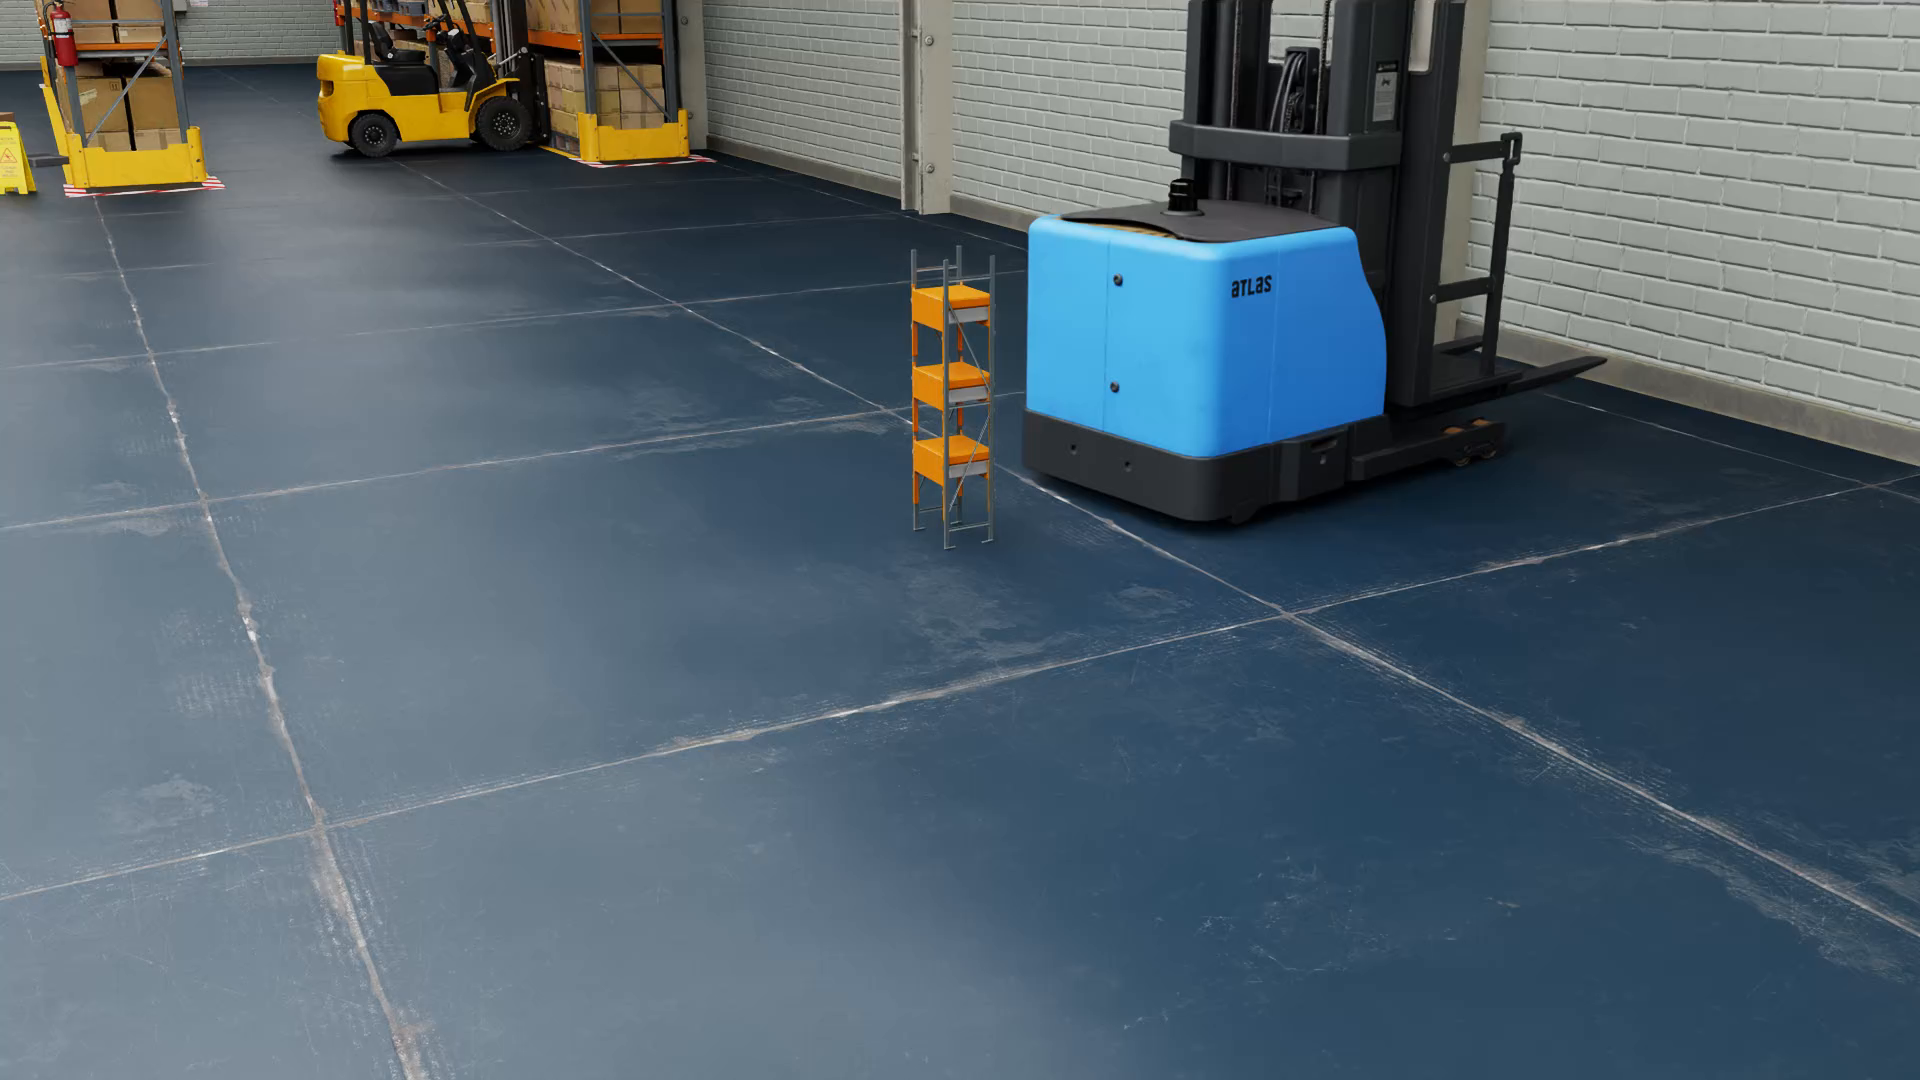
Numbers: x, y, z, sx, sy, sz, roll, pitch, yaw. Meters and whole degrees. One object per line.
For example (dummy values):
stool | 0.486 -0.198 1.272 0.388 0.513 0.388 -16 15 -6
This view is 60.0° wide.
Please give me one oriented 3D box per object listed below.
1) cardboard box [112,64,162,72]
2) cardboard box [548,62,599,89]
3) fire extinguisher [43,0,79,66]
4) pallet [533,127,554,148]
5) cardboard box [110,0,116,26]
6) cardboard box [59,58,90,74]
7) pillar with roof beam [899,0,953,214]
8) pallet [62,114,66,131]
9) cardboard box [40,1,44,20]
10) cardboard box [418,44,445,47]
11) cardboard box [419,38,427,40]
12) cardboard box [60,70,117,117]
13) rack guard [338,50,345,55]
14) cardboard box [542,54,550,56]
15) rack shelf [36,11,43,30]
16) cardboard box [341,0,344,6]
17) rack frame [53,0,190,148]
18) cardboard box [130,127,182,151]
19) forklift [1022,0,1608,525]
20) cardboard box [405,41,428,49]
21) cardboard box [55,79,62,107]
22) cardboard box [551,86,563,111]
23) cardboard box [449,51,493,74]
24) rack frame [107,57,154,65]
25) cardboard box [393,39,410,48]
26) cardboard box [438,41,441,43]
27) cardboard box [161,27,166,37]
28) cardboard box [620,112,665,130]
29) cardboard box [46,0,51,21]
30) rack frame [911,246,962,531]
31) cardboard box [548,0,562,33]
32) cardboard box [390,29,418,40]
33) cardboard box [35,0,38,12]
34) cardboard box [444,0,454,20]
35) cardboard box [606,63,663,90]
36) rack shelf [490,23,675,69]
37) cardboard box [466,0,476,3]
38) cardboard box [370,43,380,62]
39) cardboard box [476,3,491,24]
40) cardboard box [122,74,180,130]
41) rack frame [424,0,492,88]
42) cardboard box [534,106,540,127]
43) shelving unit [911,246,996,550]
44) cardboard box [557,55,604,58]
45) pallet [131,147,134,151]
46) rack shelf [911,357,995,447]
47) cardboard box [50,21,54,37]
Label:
cardboard box | -9.102 -5.012 18.480 0.500 0.500 0.500 -10 21 -26
cardboard box | -4.337 -5.256 18.803 0.500 0.250 0.500 -10 21 -26
fire extinguisher | -8.314 -4.744 15.400 0.296 0.674 0.183 -10 21 -27
pallet | -4.572 -4.899 20.006 1.003 0.211 1.213 -10 21 -27
cardboard box | -8.193 -5.400 16.572 0.500 0.500 0.500 -9 21 -25
cardboard box | -9.047 -4.878 17.096 0.380 0.149 0.250 -9 21 -24
pillar with roof beam | -4.073 -6.441 11.002 9.100 9.000 0.400 -10 21 -27
pallet | -10.817 -5.289 21.135 1.003 0.211 1.213 -10 21 -27
cardboard box | -12.231 -7.215 22.673 0.500 0.250 0.500 -11 22 -29
cardboard box | -8.181 -7.616 25.798 0.380 0.149 0.250 -9 21 -25
cardboard box | -8.866 -8.362 27.960 0.380 0.149 0.250 -11 22 -29
cardboard box | -9.057 -4.623 17.352 0.500 0.500 0.500 -11 22 -28
rack guard | -11.158 -9.044 31.576 1.175 0.500 0.348 -10 21 -27
cardboard box | -5.308 -5.839 20.492 0.500 0.250 0.500 -10 21 -27
rack shelf | -14.611 -8.564 27.453 1.077 0.370 4.000 -10 21 -27
cardboard box | -11.280 -9.992 30.876 0.380 0.149 0.250 -10 21 -27
rack frame | -7.963 -4.885 15.689 1.000 3.000 0.127 -10 21 -27
cardboard box | -8.103 -4.058 16.864 0.500 0.250 0.500 -10 21 -27
forklift | 1.717 -1.815 6.898 3.031 2.935 1.130 -15 24 -37
cardboard box | -8.683 -7.914 26.661 0.380 0.149 0.250 -9 21 -25
cardboard box | -11.502 -5.974 22.230 0.950 0.372 0.625 -12 22 -30
cardboard box | -4.331 -5.027 18.906 0.500 0.250 0.500 -10 22 -27
cardboard box | -6.794 -6.660 23.830 0.875 0.625 0.625 -9 21 -25
rack frame | -9.863 -6.033 19.017 1.000 3.000 0.127 -10 21 -27
cardboard box | -9.159 -8.211 27.523 0.380 0.149 0.250 -11 22 -28
cardboard box | -8.214 -7.997 26.903 0.380 0.149 0.250 -10 21 -26
cardboard box | -8.129 -5.055 16.566 0.380 0.149 0.250 -11 22 -28
cardboard box | -3.658 -4.725 18.797 0.500 0.250 0.500 -10 21 -26
cardboard box | -9.413 -5.765 17.630 0.500 0.500 0.500 -10 21 -27
rack frame | -0.083 -0.547 6.106 0.200 1.050 0.008 -10 21 -27
cardboard box | -4.299 -5.953 18.631 0.500 0.500 0.500 -9 21 -25
cardboard box | -9.193 -8.352 27.476 0.380 0.149 0.250 -11 22 -29
cardboard box | -14.607 -8.759 26.764 0.500 0.500 0.500 -10 22 -27
cardboard box | -6.914 -7.423 23.275 0.500 0.250 0.500 -11 22 -28
cardboard box | -3.658 -5.193 18.622 0.500 0.250 0.500 -10 22 -27
rack shelf | -4.546 -5.889 19.702 1.077 0.370 4.000 -10 21 -27
cardboard box | -6.205 -7.216 21.909 0.500 0.250 0.500 -11 22 -28
cardboard box | -10.123 -8.525 29.427 0.700 0.500 0.500 -11 22 -29
cardboard box | -5.965 -6.836 21.574 0.500 0.250 0.500 -9 21 -25
cardboard box | -8.115 -4.419 16.762 0.500 0.500 0.500 -11 22 -28
rack frame | -7.395 -7.951 24.576 1.000 3.000 0.127 -10 21 -27
cardboard box | -4.821 -5.074 19.810 0.500 0.250 0.500 -9 21 -25
shelving unit | -0.025 -0.512 6.005 0.215 1.050 0.252 -10 21 -27
cardboard box | -4.610 -5.773 20.301 0.500 0.250 0.500 -10 21 -26
pallet | -8.354 -3.827 16.899 1.003 0.211 1.213 -10 21 -27
rack shelf | -0.025 -0.502 6.008 0.215 0.259 0.240 -10 21 -27
cardboard box | -9.396 -5.406 17.583 0.380 0.149 0.250 -10 21 -26
